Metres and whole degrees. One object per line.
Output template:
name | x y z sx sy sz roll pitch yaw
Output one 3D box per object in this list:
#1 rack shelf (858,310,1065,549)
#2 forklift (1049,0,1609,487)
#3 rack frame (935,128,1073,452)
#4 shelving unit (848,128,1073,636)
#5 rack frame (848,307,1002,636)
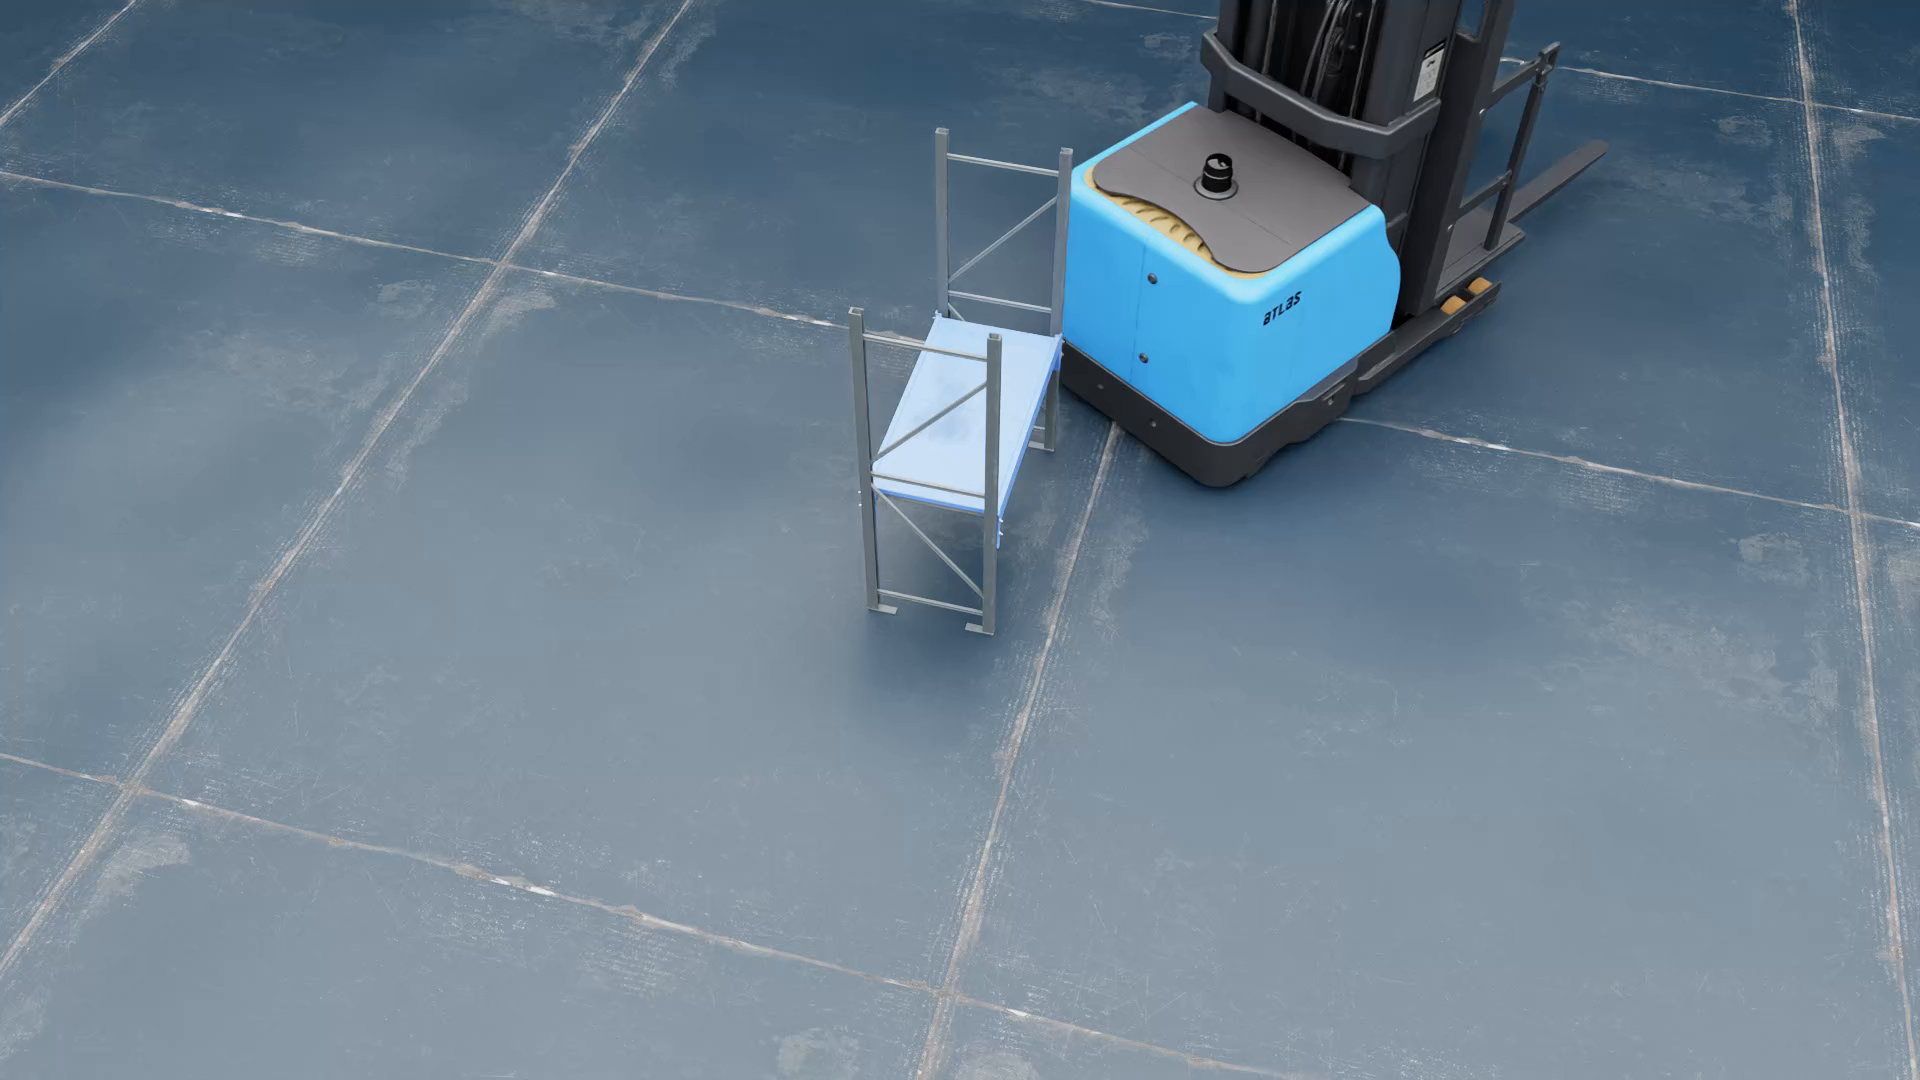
rack shelf | 0.022 -0.439 6.296 0.538 0.185 1.000 12 50 10
forklift | 1.808 -2.160 6.620 3.031 2.935 1.130 -34 57 -26
rack frame | 0.156 -0.926 6.486 0.500 1.500 0.032 12 50 10
shelving unit | 0.022 -0.558 6.161 0.538 1.500 1.048 12 50 10
rack frame | -0.111 -0.190 5.836 0.500 1.500 0.032 12 50 10
